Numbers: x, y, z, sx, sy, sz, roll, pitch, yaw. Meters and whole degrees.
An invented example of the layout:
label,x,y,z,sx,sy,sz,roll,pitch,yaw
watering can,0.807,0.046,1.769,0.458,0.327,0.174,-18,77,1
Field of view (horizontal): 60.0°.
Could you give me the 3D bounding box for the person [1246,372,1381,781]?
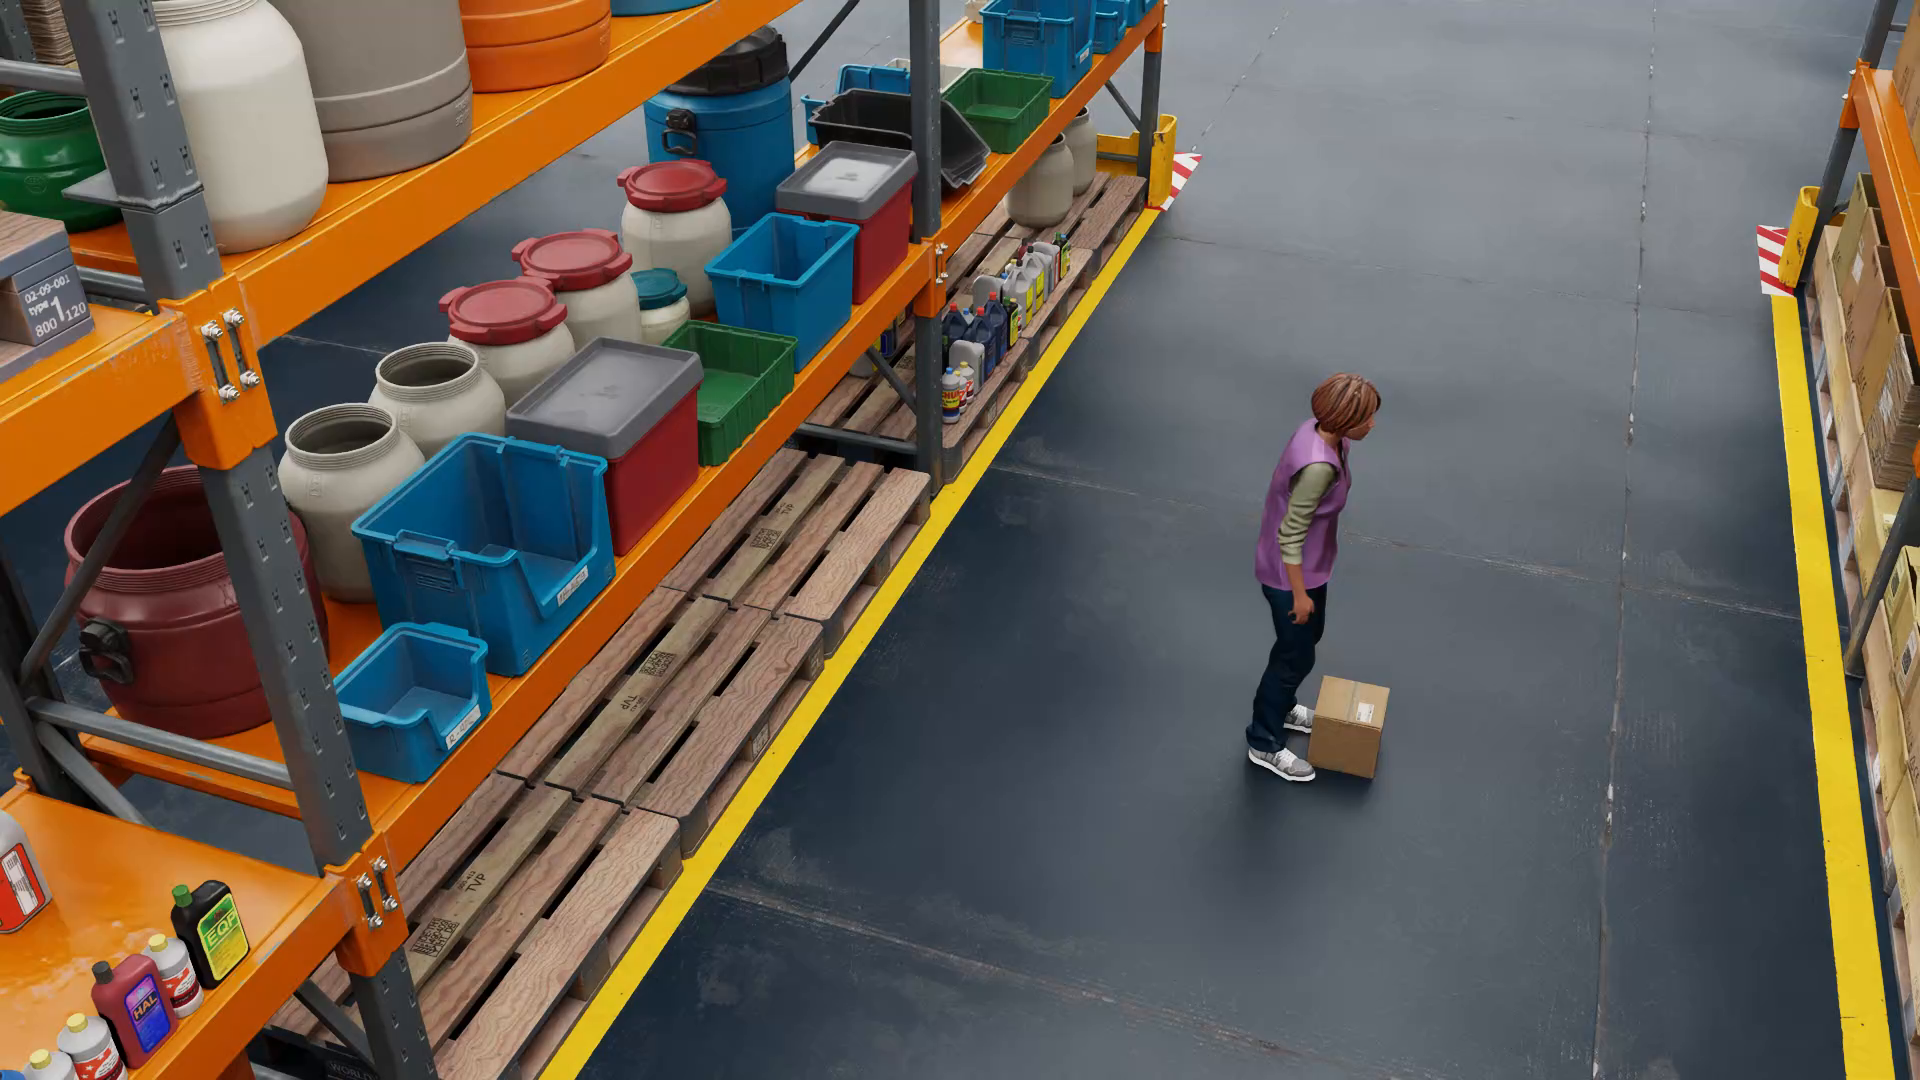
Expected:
label,x,y,z,sx,sy,sz,roll,pitch,yaw
person,1.237,0.110,5.987,0.345,1.592,0.460,11,35,17
